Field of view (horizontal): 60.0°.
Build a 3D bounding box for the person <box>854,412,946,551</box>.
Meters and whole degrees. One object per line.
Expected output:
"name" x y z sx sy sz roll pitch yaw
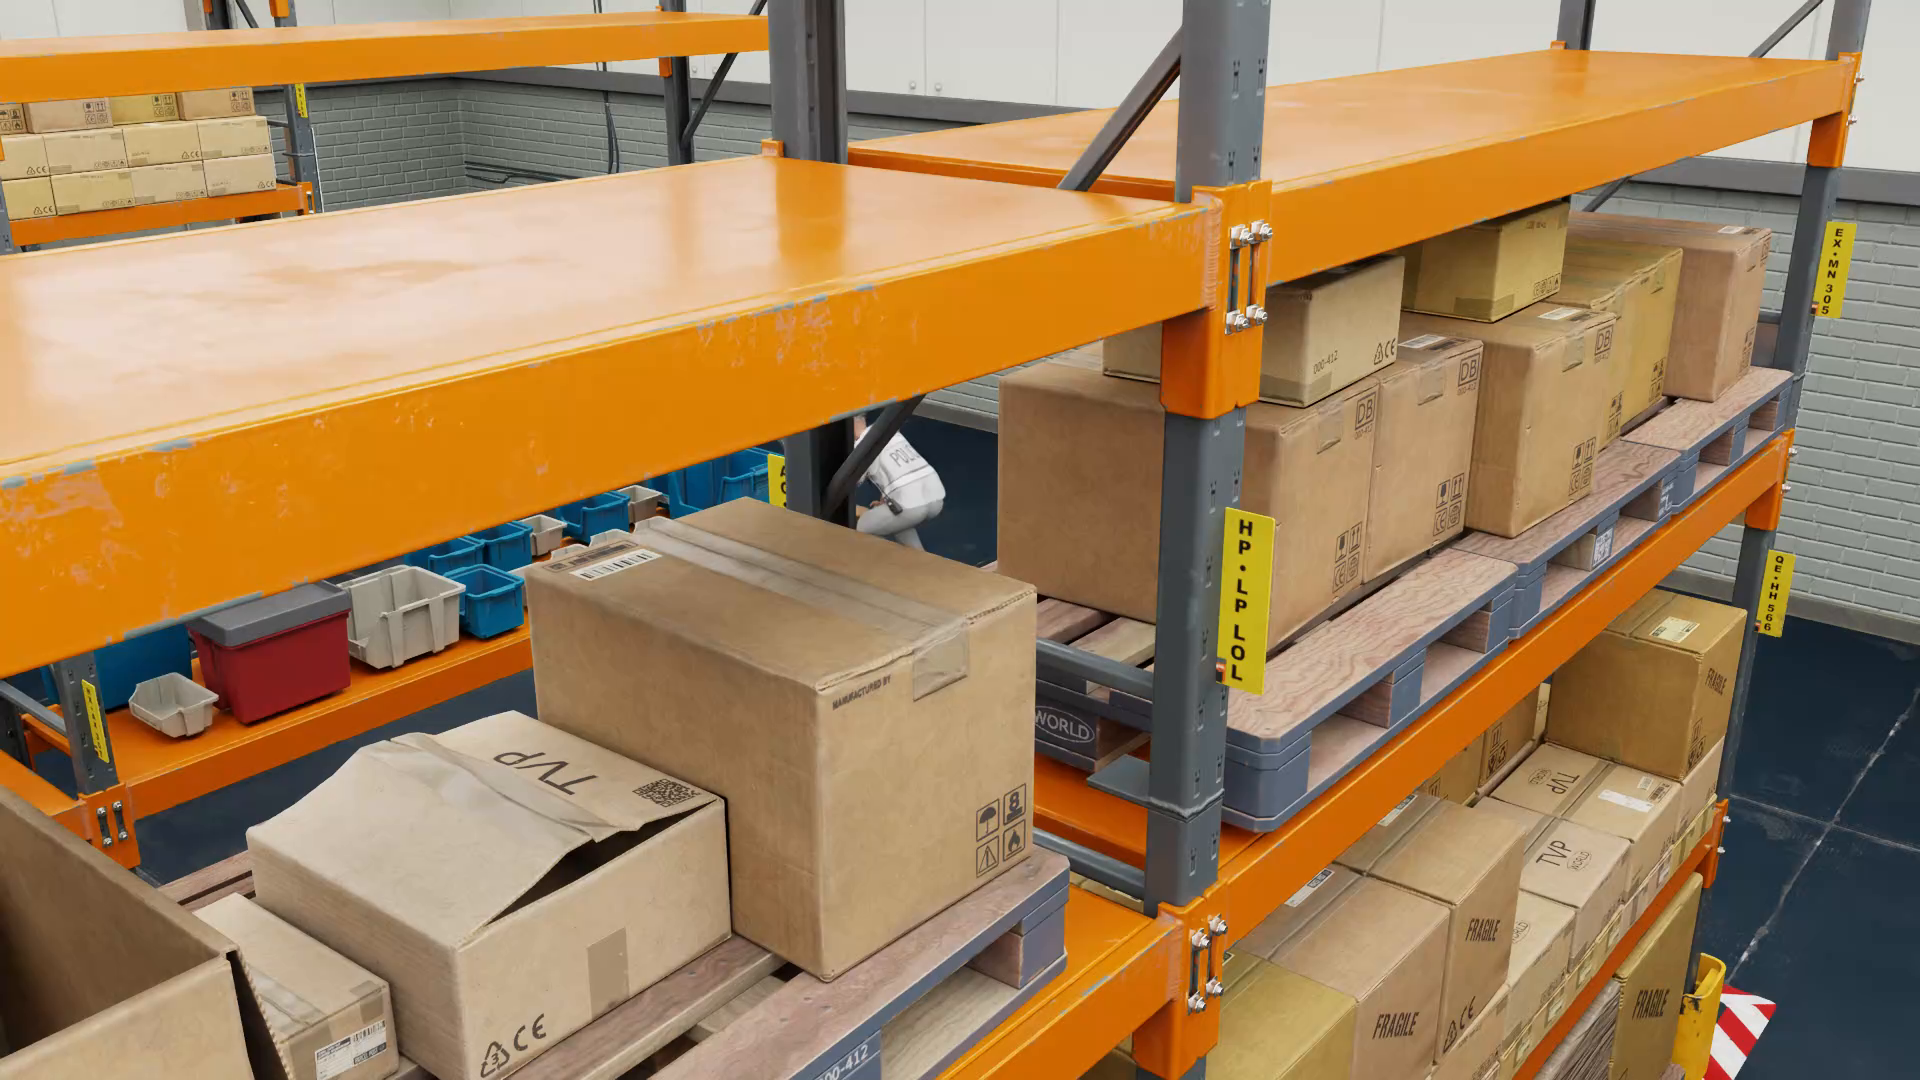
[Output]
"person" -0.541 -0.295 12.087 0.872 1.268 0.584 16 25 36
